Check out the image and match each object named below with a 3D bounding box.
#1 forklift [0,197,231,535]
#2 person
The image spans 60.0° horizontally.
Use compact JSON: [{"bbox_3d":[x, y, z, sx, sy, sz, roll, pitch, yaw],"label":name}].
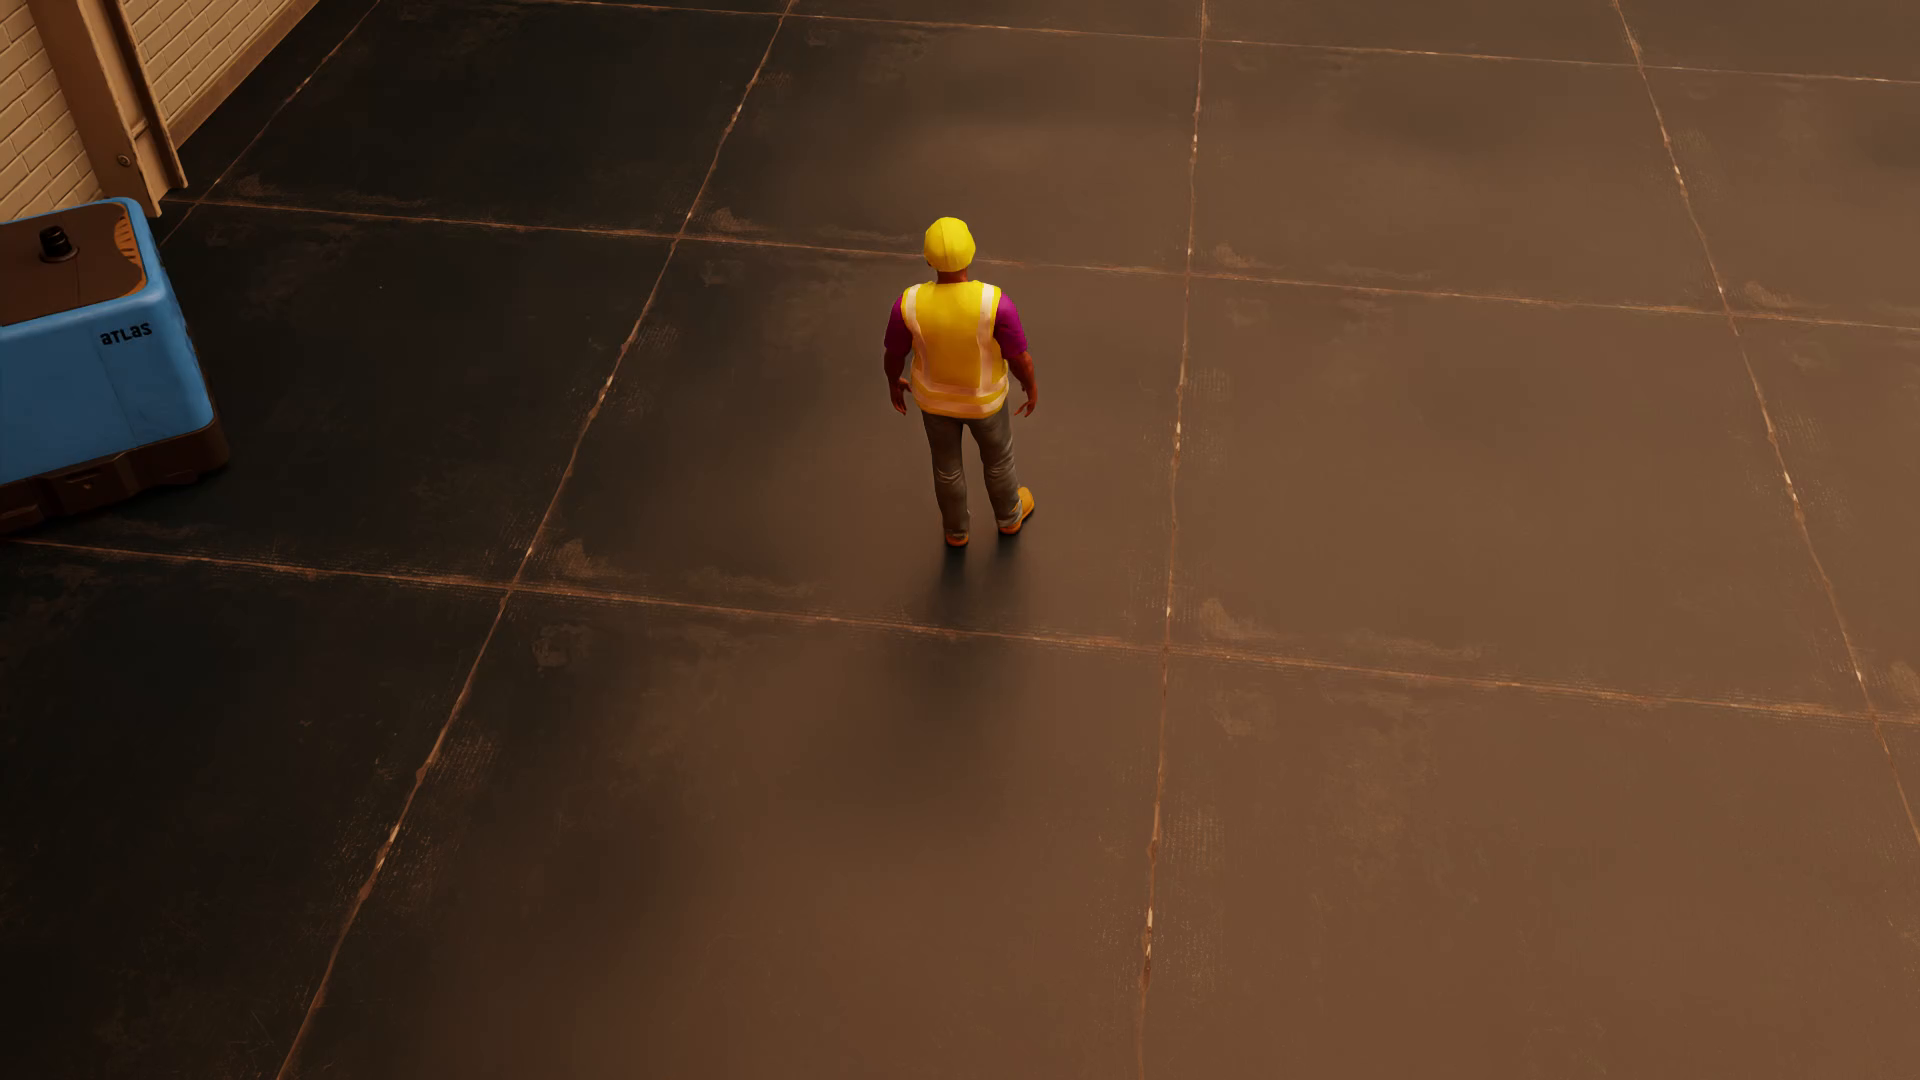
[{"bbox_3d":[-5.160,-1.245,7.080,3.031,2.935,1.130,-19,46,-20],"label":"forklift"},{"bbox_3d":[0.005,-0.671,7.261,0.665,1.706,0.420,5,43,6],"label":"person"}]
